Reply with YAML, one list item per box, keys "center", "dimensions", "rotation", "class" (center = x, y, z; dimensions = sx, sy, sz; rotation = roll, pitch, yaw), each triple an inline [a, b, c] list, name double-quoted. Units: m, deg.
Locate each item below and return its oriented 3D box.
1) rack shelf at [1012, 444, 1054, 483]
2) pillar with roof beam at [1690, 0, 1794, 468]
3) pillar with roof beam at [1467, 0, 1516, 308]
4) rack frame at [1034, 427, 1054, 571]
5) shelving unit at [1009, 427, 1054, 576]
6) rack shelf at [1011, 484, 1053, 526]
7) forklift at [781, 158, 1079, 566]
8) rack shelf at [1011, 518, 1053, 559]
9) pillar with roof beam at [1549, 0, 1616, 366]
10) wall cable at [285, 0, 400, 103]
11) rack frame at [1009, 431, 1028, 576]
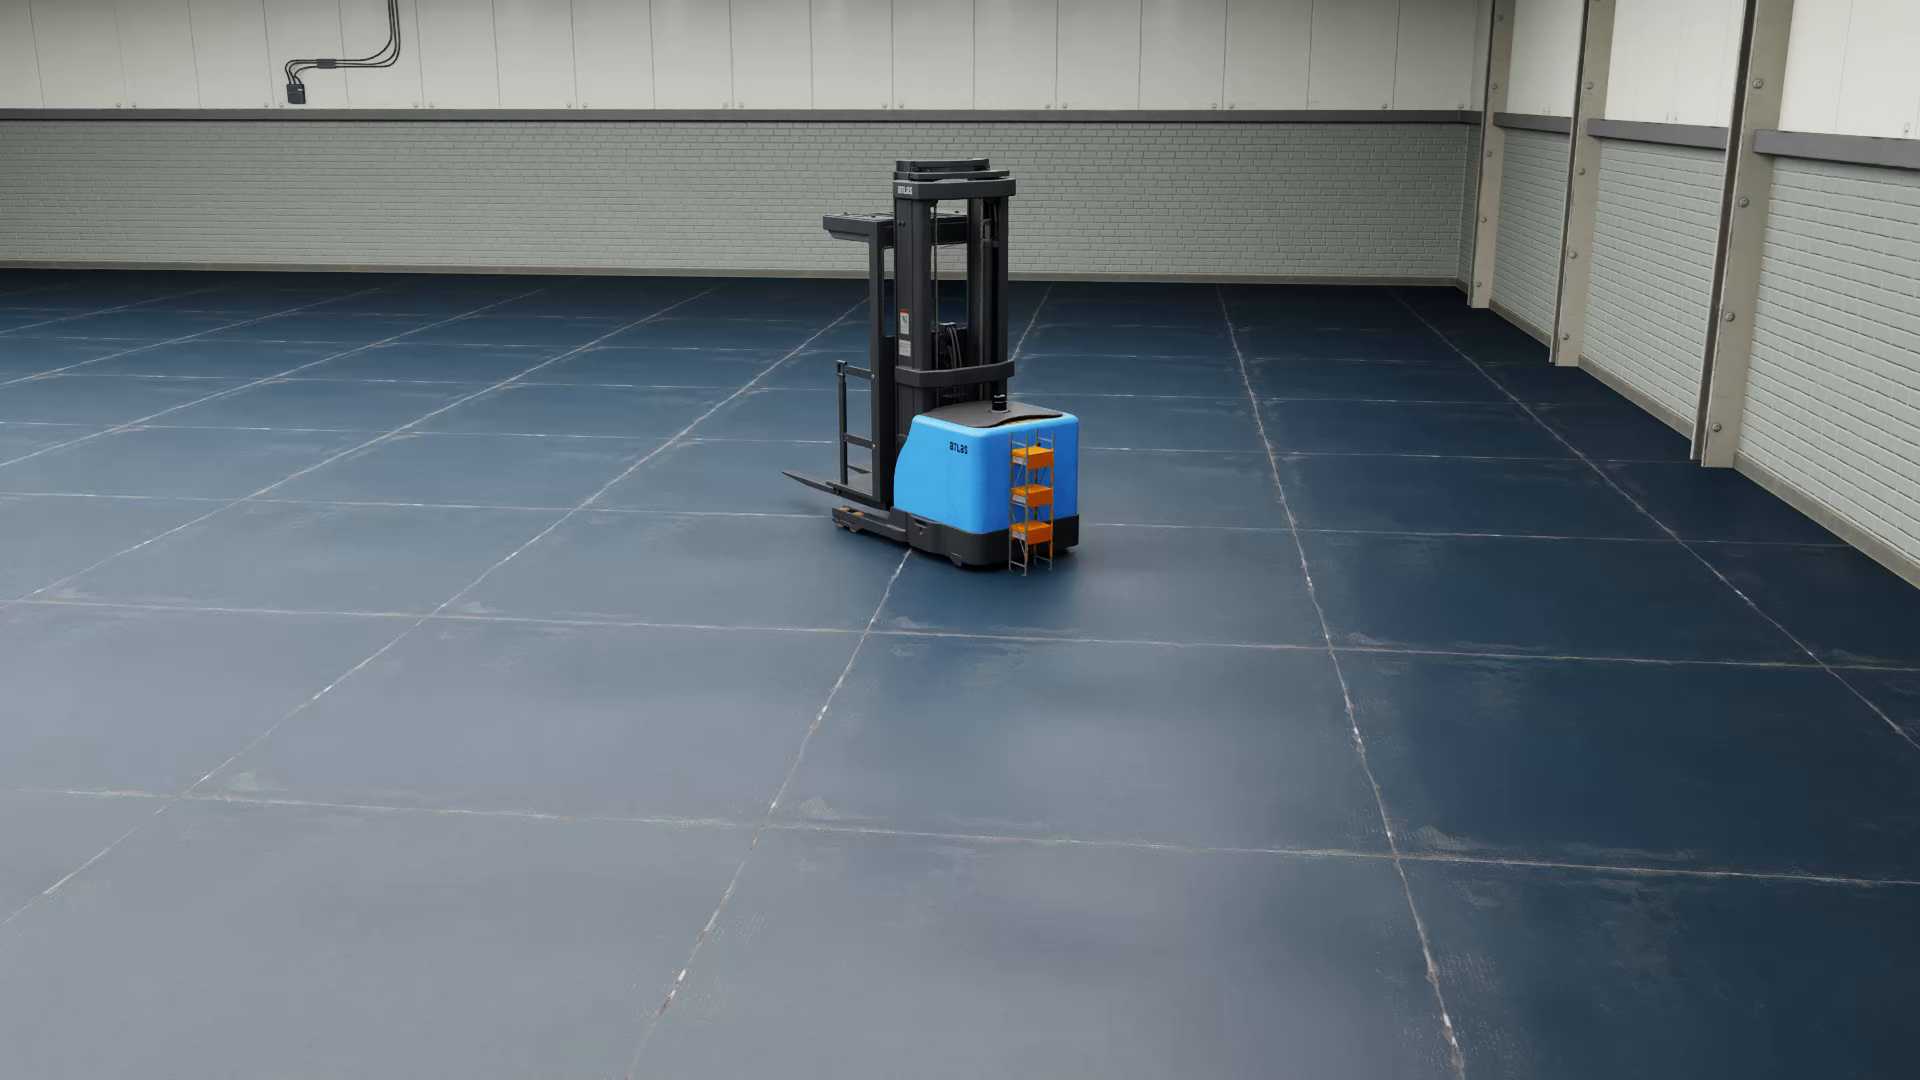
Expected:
- center: [0.522, -0.544, 12.114]
  dimensions: [0.240, 0.259, 0.215]
  rotation: [-11, 19, -36]
  class: "rack shelf"
- center: [2.920, -5.209, 15.187]
  dimensions: [9.100, 9.000, 0.400]
  rotation: [2, 15, 6]
  class: "pillar with roof beam"
- center: [4.274, -8.321, 26.697]
  dimensions: [9.100, 9.000, 0.400]
  rotation: [2, 15, 6]
  class: "pillar with roof beam"
- center: [0.619, -0.299, 12.257]
  dimensions: [0.008, 1.050, 0.200]
  rotation: [-11, 19, -36]
  class: "rack frame"
- center: [0.522, -0.280, 12.186]
  dimensions: [0.252, 1.050, 0.215]
  rotation: [-11, 19, -36]
  class: "shelving unit"
- center: [0.522, -0.270, 12.188]
  dimensions: [0.240, 0.259, 0.215]
  rotation: [-11, 19, -36]
  class: "rack shelf"
- center: [-0.384, -1.545, 13.263]
  dimensions: [1.130, 2.935, 3.031]
  rotation: [-11, 19, -36]
  class: "forklift"
- center: [0.522, -0.001, 12.261]
  dimensions: [0.240, 0.259, 0.215]
  rotation: [-11, 19, -36]
  class: "rack shelf"
- center: [3.597, -6.765, 20.942]
  dimensions: [9.100, 9.000, 0.400]
  rotation: [2, 15, 6]
  class: "pillar with roof beam"
- center: [-11.670, -11.206, 30.848]
  dimensions: [2.305, 6.003, 0.169]
  rotation: [2, 15, 6]
  class: "wall cable"
- center: [0.425, -0.260, 12.114]
  dimensions: [0.008, 1.050, 0.200]
  rotation: [-11, 19, -36]
  class: "rack frame"
